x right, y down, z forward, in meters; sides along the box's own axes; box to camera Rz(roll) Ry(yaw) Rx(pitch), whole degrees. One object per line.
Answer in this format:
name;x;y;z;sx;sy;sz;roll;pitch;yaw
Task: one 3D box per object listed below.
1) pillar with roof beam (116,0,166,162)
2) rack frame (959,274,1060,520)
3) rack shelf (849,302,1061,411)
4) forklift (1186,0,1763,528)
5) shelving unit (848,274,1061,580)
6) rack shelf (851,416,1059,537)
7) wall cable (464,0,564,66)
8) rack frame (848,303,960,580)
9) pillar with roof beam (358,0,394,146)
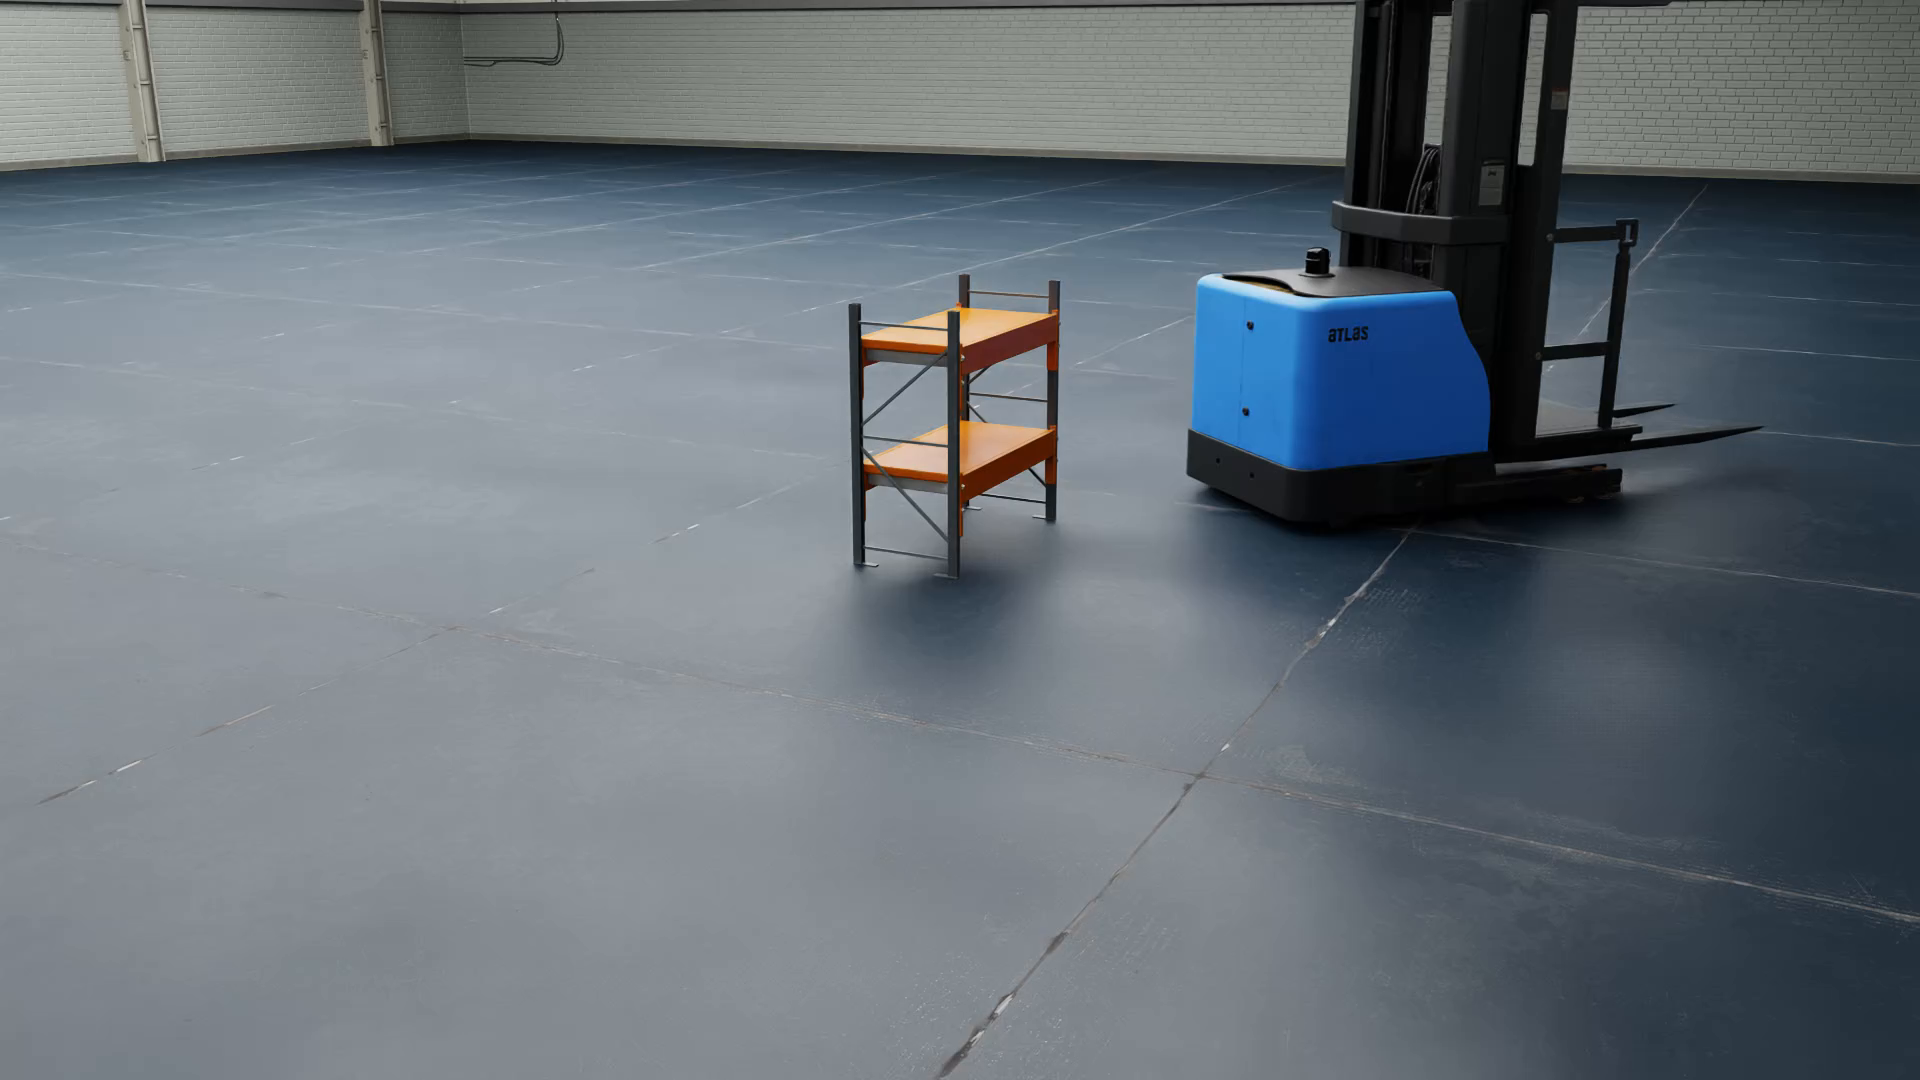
pillar with roof beam;-11.807;-11.102;29.097;9.100;9.000;0.400;8;18;25
rack frame;0.224;-0.667;7.794;0.500;1.125;0.032;8;18;25
rack shelf;-0.003;-0.818;7.275;0.538;0.278;1.000;8;18;25
forklift;2.708;-1.711;8.137;3.031;2.935;1.130;-7;18;-22
shelving unit;-0.003;-0.537;7.358;0.538;1.125;1.048;8;18;25
rack shelf;-0.003;-0.303;7.428;0.538;0.278;1.000;8;18;25
wall cable;-10.478;-12.271;38.489;3.097;2.526;0.112;8;18;25
rack frame;-0.230;-0.408;6.922;0.500;1.125;0.032;8;18;25
pillar with roof beam;-9.126;-12.630;34.243;9.100;9.000;0.400;8;18;25
